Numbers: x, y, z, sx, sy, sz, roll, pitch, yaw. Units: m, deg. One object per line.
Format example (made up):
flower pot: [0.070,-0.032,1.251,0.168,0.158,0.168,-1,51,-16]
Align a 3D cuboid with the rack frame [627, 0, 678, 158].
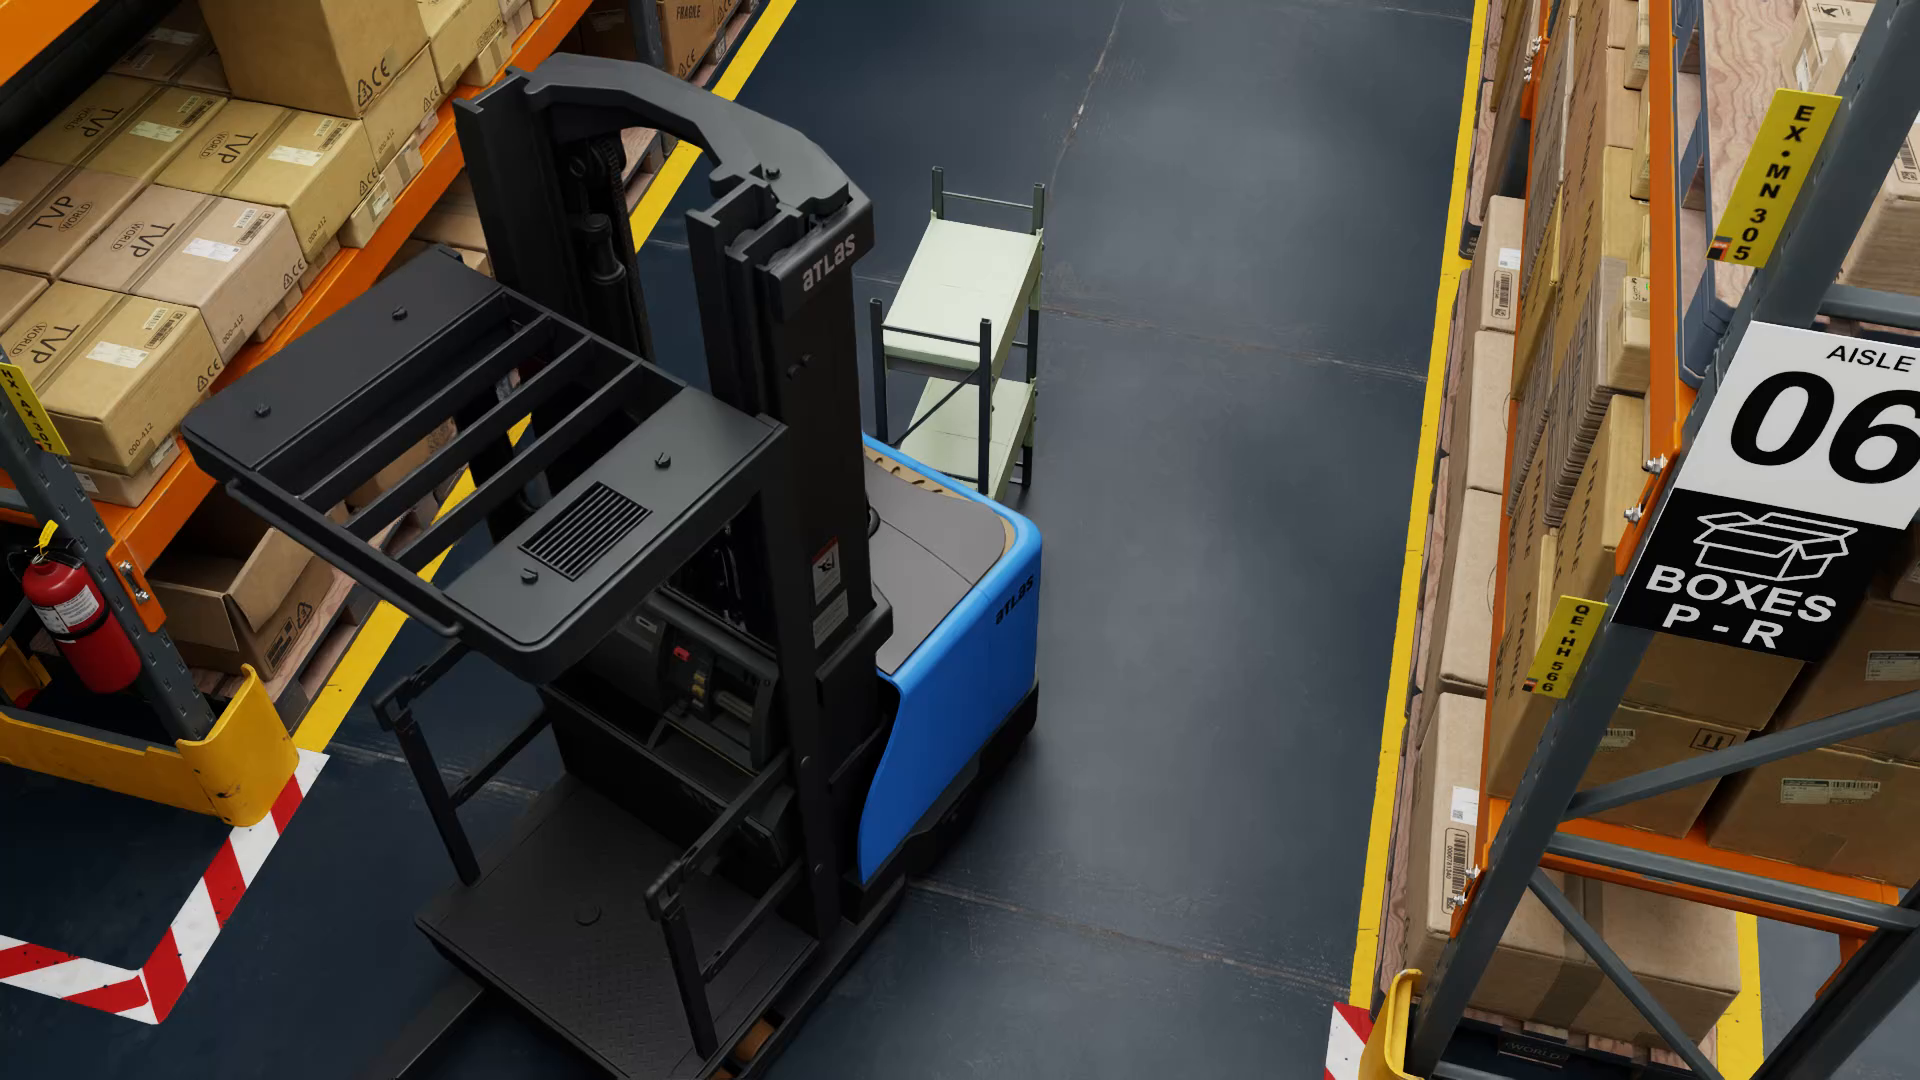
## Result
rack frame: [-1.932,-3.060,7.369,1.000,3.000,0.127,12,50,10]

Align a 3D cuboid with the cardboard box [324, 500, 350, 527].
cardboard box: [-2.583,-0.085,6.365,0.380,0.149,0.250,10,49,9]

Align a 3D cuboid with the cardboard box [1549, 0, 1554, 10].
cardboard box: [2.733,-2.407,6.893,0.500,0.250,0.500,10,49,9]

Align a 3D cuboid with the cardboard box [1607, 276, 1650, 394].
cardboard box: [1.737,-0.459,3.907,0.380,0.149,0.250,11,50,10]

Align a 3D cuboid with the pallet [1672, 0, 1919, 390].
pallet: [1.990,-0.691,3.337,1.003,0.211,1.213,12,50,10]

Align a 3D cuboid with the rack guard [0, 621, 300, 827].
rack guard: [-2.965,0.606,5.801,1.175,0.500,0.348,12,50,10]

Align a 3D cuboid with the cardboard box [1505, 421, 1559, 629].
cardboard box: [1.823,0.016,4.587,0.500,0.500,0.500,11,49,9]

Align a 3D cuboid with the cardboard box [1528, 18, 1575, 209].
cardboard box: [2.345,-1.465,5.894,0.500,0.500,0.500,12,50,10]

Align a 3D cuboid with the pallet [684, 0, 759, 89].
pallet: [-1.754,-2.733,8.940,1.003,0.211,1.213,12,50,10]

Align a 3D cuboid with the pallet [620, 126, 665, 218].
pallet: [-2.114,-1.640,7.976,1.003,0.211,1.213,12,50,10]

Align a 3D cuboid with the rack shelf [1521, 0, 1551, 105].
rack shelf: [3.384,-3.291,8.053,1.077,0.370,4.000,12,50,10]

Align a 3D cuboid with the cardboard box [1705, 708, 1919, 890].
cardboard box: [2.208,0.487,4.172,0.500,0.500,0.500,11,50,10]

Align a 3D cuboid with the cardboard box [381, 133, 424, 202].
cardboard box: [-2.197,-1.383,6.057,0.380,0.149,0.250,13,50,11]

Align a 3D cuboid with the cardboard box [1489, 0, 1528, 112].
cardboard box: [3.174,-2.638,8.133,0.875,0.875,0.875,13,50,11]

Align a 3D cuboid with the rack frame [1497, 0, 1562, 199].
rack frame: [2.858,-2.083,6.506,1.000,3.000,0.127,12,50,10]

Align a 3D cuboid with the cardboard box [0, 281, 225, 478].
cardboard box: [-2.605,-0.490,5.002,0.500,0.250,0.500,12,50,10]

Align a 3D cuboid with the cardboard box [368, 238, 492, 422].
cardboard box: [-2.234,-0.875,6.828,0.500,0.500,0.500,12,50,11]

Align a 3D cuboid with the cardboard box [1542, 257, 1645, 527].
cardboard box: [1.811,-0.333,4.228,0.500,0.500,0.500,12,50,10]

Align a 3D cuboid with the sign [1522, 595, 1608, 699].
sign: [1.285,0.232,3.533,0.100,0.325,0.005,12,50,10]

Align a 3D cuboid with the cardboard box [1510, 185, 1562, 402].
cardboard box: [2.072,-0.734,5.249,0.500,0.500,0.500,13,50,11]

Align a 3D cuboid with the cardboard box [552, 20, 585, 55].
cardboard box: [-2.088,-2.785,8.513,0.500,0.500,0.500,11,50,10]

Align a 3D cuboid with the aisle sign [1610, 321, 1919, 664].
aisle sign: [1.487,-0.059,2.986,0.394,0.787,0.004,12,50,10]

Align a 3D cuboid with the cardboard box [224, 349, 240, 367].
cardboard box: [-2.576,-0.657,5.415,0.380,0.149,0.250,11,49,10]

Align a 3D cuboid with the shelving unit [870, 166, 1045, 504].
shelving unit: [0.002,-0.501,6.111,0.431,1.500,0.755,12,50,10]

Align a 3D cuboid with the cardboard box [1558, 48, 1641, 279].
cardboard box: [2.079,-1.053,4.864,0.500,0.500,0.500,11,50,10]

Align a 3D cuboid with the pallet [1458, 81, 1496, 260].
pallet: [2.988,-1.733,8.058,1.003,0.211,1.213,12,50,10]

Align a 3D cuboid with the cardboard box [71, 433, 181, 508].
cardboard box: [-2.634,-0.267,5.071,0.380,0.149,0.250,11,50,10]

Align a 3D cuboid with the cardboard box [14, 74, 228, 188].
cardboard box: [-2.848,-1.330,5.744,0.500,0.250,0.500,13,50,11]

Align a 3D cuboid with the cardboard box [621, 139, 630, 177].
cardboard box: [-1.795,-1.794,7.873,0.380,0.149,0.250,10,49,9]

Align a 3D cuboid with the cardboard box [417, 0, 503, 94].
cardboard box: [-2.092,-1.968,6.307,0.500,0.250,0.500,11,50,10]

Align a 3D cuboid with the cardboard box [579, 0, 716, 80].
cardboard box: [-1.588,-2.677,8.418,0.500,0.500,0.500,14,50,12]

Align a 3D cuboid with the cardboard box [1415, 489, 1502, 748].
cardboard box: [2.115,0.359,5.780,0.875,0.438,0.875,13,50,11]

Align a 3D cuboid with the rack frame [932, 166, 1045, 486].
rack frame: [0.098,-0.766,6.344,0.400,1.500,0.023,12,50,10]

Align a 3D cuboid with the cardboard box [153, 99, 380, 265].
cardboard box: [-2.343,-1.222,5.648,0.500,0.250,0.500,11,49,9]

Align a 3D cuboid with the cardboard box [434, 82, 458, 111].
cardboard box: [-2.176,-1.771,6.399,0.380,0.149,0.250,12,50,11]

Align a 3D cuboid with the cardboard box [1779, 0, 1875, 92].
cardboard box: [1.870,-0.933,3.312,0.380,0.149,0.250,8,49,7]

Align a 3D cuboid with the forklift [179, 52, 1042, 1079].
forklift: [-0.987,0.387,4.372,1.130,2.935,3.031,28,54,23]

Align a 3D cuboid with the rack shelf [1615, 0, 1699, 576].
rack shelf: [2.331,-1.391,4.375,1.077,0.370,4.000,12,50,10]

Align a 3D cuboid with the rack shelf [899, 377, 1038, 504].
rack shelf: [0.002,-0.285,6.355,0.431,0.370,0.720,12,50,10]

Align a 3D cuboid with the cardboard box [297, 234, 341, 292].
cardboard box: [-2.386,-1.021,5.737,0.380,0.149,0.250,12,50,11]

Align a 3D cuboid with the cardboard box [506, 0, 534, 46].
cardboard box: [-1.960,-2.126,6.712,0.380,0.149,0.250,13,50,11]

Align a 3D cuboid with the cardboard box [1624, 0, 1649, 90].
cardboard box: [2.105,-1.386,4.725,0.380,0.149,0.250,12,50,10]

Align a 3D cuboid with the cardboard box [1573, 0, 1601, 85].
cardboard box: [2.360,-1.786,5.511,0.500,0.500,0.500,11,49,10]

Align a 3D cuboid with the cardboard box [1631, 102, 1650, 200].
cardboard box: [1.989,-1.001,4.385,0.380,0.149,0.250,13,50,11]

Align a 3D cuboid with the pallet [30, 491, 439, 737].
pallet: [-2.756,0.125,6.418,1.003,0.211,1.213,12,50,10]

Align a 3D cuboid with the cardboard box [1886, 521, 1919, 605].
cardboard box: [2.165,0.030,3.476,0.380,0.149,0.250,13,50,11]

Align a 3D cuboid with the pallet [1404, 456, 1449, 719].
pallet: [2.263,0.260,6.299,1.003,0.211,1.213,12,50,10]

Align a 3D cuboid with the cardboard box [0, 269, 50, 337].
cardboard box: [-3.120,-0.600,5.100,0.500,0.250,0.500,13,50,11]

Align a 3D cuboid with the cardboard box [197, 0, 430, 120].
cardboard box: [-2.211,-1.823,5.679,0.500,0.500,0.500,13,50,11]

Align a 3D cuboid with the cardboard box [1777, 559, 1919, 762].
cardboard box: [2.206,0.156,3.797,0.500,0.500,0.500,11,49,9]

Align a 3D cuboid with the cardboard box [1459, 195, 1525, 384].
cardboard box: [2.589,-0.941,6.927,0.875,0.438,0.875,11,49,9]

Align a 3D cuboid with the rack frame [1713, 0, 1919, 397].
rack frame: [1.805,-1.175,1.704,1.000,3.000,0.127,12,50,10]
